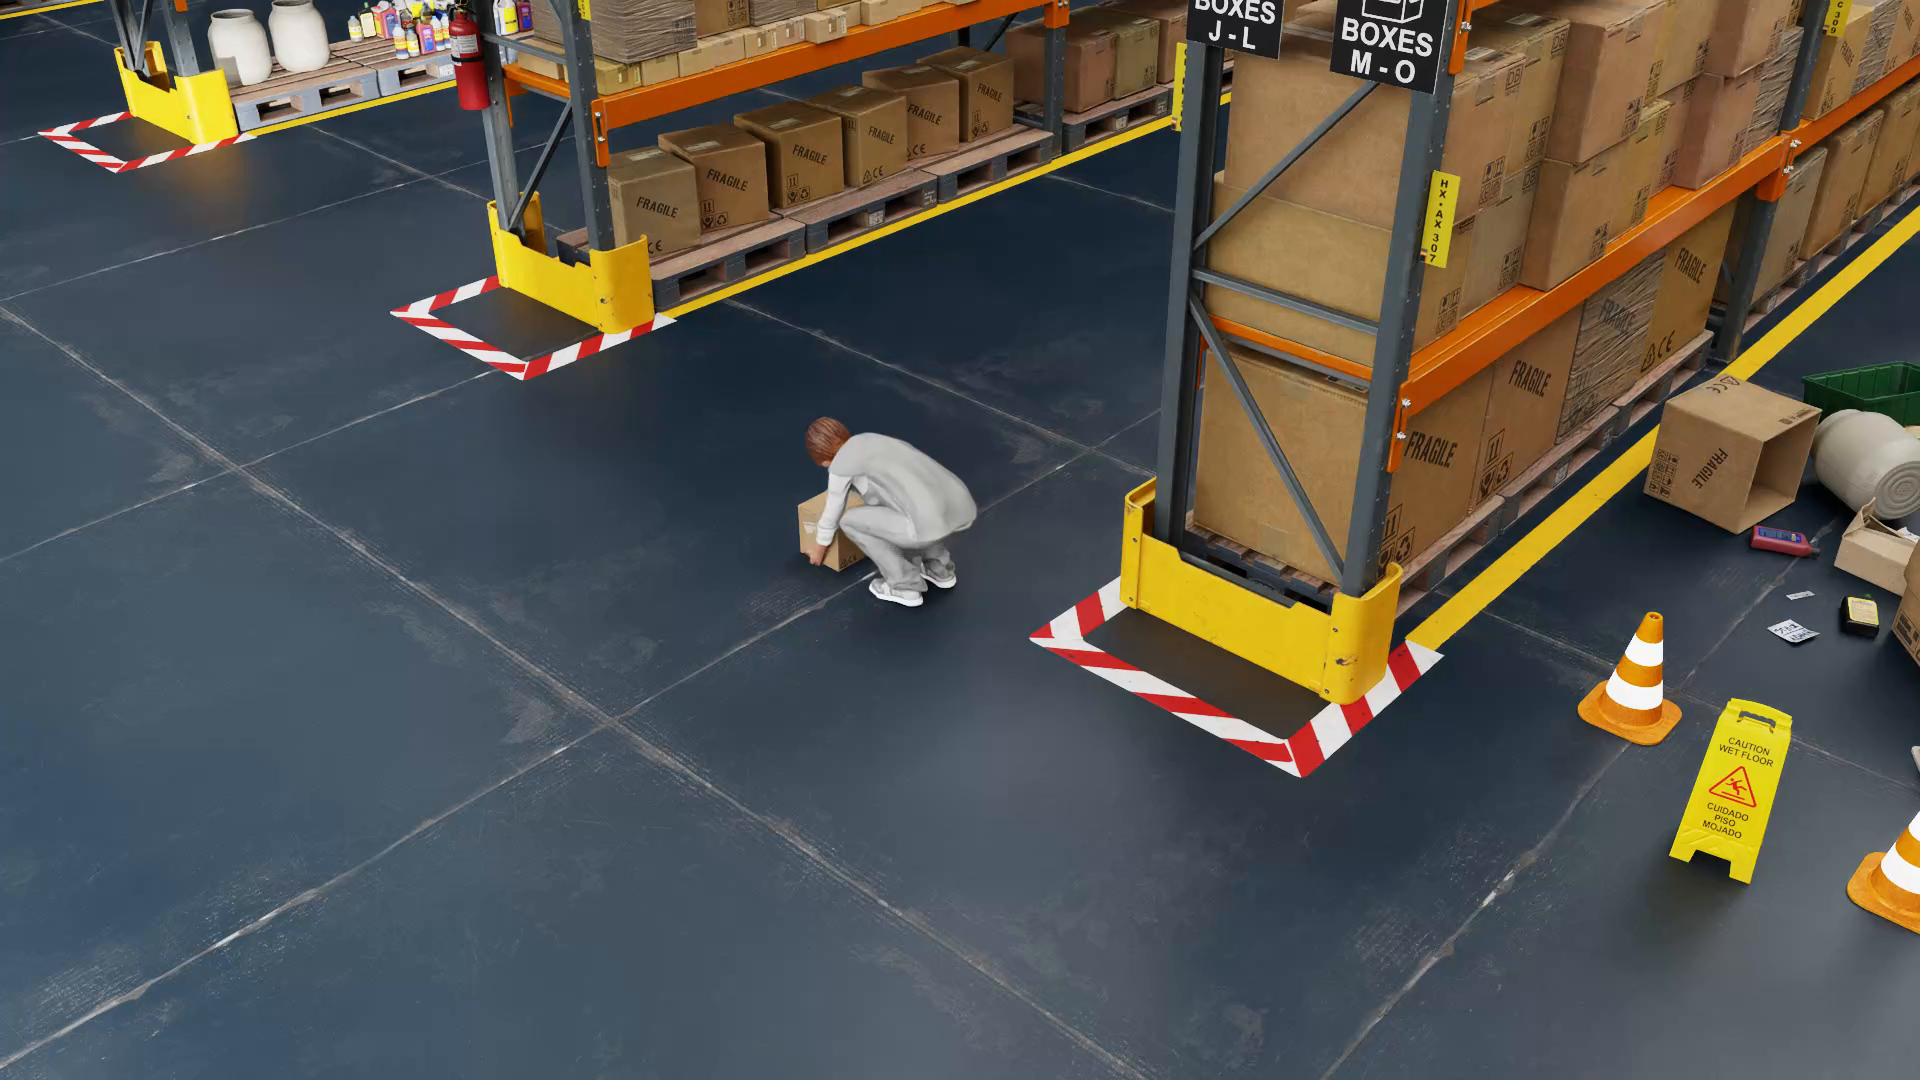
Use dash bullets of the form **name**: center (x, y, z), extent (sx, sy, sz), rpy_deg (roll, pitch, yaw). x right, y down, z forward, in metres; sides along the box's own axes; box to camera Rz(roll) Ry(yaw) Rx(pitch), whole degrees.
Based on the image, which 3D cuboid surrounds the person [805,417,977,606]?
- **person**: center (-0.313, -0.114, 7.225), extent (0.850, 0.731, 0.425), rpy_deg (25, 39, 34)
